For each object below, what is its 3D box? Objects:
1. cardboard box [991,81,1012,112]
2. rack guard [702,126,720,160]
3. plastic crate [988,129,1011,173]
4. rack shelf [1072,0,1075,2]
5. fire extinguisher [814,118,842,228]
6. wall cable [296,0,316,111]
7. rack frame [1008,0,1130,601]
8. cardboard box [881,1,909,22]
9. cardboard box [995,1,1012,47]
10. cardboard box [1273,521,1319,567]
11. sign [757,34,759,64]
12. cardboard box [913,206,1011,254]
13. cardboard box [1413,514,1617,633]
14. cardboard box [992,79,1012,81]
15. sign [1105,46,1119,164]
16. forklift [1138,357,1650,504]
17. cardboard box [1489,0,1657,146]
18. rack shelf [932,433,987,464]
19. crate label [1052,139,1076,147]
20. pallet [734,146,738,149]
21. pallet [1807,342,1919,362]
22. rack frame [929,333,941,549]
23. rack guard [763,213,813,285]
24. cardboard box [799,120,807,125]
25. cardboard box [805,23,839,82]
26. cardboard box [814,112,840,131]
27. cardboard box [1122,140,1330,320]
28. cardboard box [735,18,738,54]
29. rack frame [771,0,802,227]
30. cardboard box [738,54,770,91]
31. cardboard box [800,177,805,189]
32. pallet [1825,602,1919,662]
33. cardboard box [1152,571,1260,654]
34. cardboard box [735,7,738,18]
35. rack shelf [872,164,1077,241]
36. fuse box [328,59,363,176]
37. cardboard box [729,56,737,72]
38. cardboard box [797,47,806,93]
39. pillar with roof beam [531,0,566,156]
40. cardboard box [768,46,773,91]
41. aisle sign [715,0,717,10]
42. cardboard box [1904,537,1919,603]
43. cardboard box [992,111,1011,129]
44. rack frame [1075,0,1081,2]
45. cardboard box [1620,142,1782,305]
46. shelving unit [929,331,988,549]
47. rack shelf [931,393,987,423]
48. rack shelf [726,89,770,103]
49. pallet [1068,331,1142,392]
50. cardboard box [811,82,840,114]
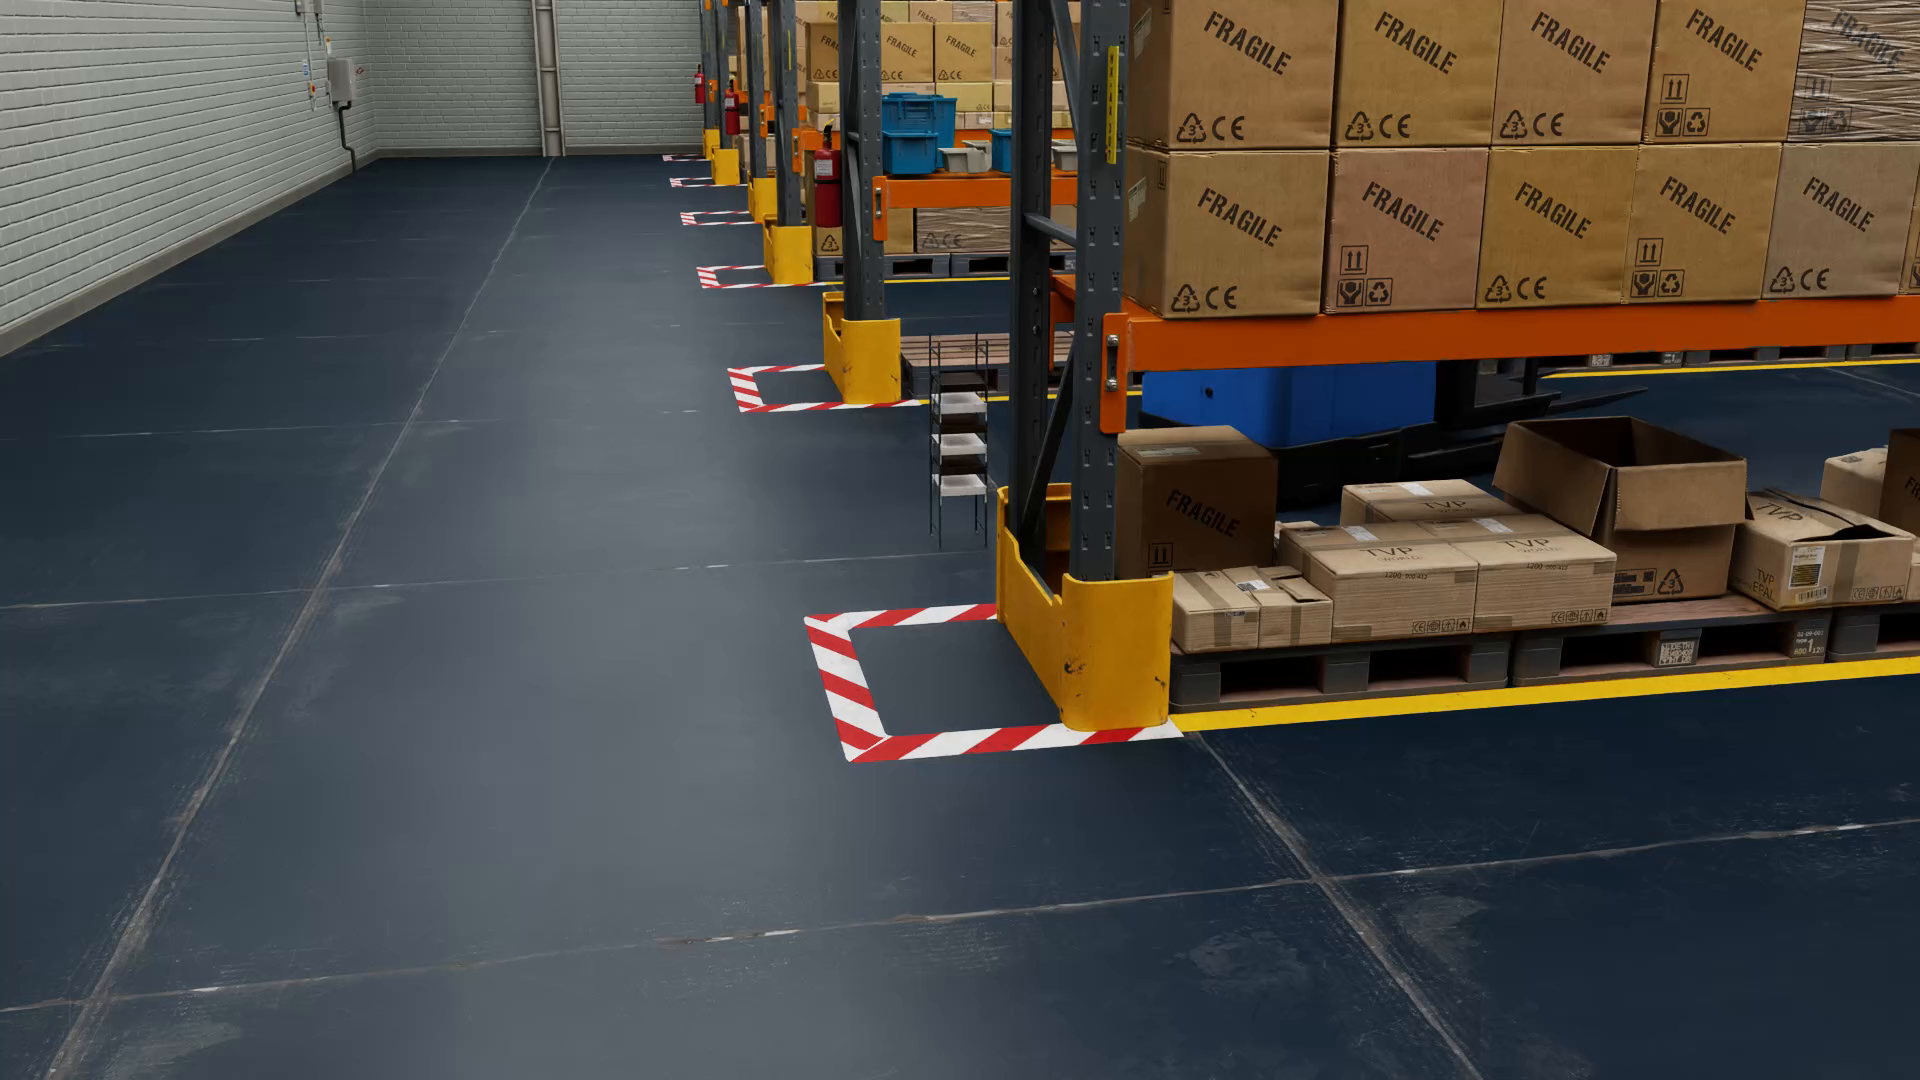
[{"bbox_3d":[0.494,-3.956,14.815,0.500,0.250,0.500,-4,17,-12],"label":"cardboard box"},{"bbox_3d":[-4.293,-6.945,29.055,0.348,0.500,1.175,-3,17,-10],"label":"rack guard"},{"bbox_3d":[0.348,-2.325,9.937,0.300,0.233,0.416,-3,17,-10],"label":"plastic crate"},{"bbox_3d":[-0.421,-6.485,19.416,4.000,0.370,1.077,-3,17,-10],"label":"rack shelf"},{"bbox_3d":[-0.838,-2.328,10.532,0.183,0.674,0.296,-3,17,-10],"label":"fire extinguisher"},{"bbox_3d":[-8.955,-6.885,22.818,0.123,1.953,0.585,-3,17,-10],"label":"wall cable"},{"bbox_3d":[0.333,-0.992,5.417,0.127,3.000,1.000,-3,17,-10],"label":"rack frame"},{"bbox_3d":[-0.884,-5.953,19.187,0.500,0.500,0.500,-4,17,-12],"label":"cardboard box"},{"bbox_3d":[0.626,-6.040,19.471,0.500,0.500,0.500,-4,17,-12],"label":"cardboard box"},{"bbox_3d":[1.235,0.054,6.087,0.250,0.166,0.380,-3,17,-10],"label":"cardboard box"},{"bbox_3d":[-2.281,-5.541,18.752,0.005,0.325,0.100,-3,17,-10],"label":"sign"},{"bbox_3d":[-0.036,-3.143,15.321,0.875,0.875,0.875,-3,17,-10],"label":"cardboard box"},{"bbox_3d":[1.902,0.108,5.769,0.500,0.250,0.500,-3,17,-10],"label":"cardboard box"},{"bbox_3d":[0.391,-4.109,15.313,0.500,0.250,0.500,-3,17,-10],"label":"cardboard box"},{"bbox_3d":[0.436,-1.250,4.780,0.005,0.325,0.100,-3,17,-10],"label":"sign"},{"bbox_3d":[2.413,-1.879,8.420,3.031,2.935,1.130,-11,20,-31],"label":"forklift"},{"bbox_3d":[1.822,-1.524,5.276,0.500,0.500,0.500,-3,17,-10],"label":"cardboard box"},{"bbox_3d":[-0.008,-0.398,7.171,0.200,0.077,0.258,-3,17,-10],"label":"rack shelf"},{"bbox_3d":[0.719,-2.455,10.526,0.243,0.136,0.396,-3,17,-10],"label":"crate label"},{"bbox_3d":[-3.511,-6.851,29.243,1.213,0.211,1.003,-3,17,-10],"label":"pallet"},{"bbox_3d":[6.485,-1.477,11.744,1.213,0.211,1.003,-3,17,-10],"label":"pallet"},{"bbox_3d":[-0.108,-0.424,7.143,0.006,0.900,0.240,-3,17,-10],"label":"rack frame"},{"bbox_3d":[-1.566,-2.652,15.078,0.348,0.500,1.175,-3,17,-10],"label":"rack guard"},{"bbox_3d":[-2.903,-7.185,29.120,0.500,0.500,0.700,-3,17,-8],"label":"cardboard box"},{"bbox_3d":[-1.114,-4.380,14.918,0.500,0.500,0.500,-3,17,-10],"label":"cardboard box"},{"bbox_3d":[-1.132,-3.653,14.507,0.250,0.149,0.380,-3,17,-10],"label":"cardboard box"},{"bbox_3d":[0.818,-0.989,5.235,0.500,0.500,0.500,-3,17,-9],"label":"cardboard box"},{"bbox_3d":[-2.995,-7.326,24.166,0.500,0.500,0.500,-3,17,-9],"label":"cardboard box"},{"bbox_3d":[-1.543,-3.848,14.715,0.127,3.000,1.000,-3,17,-10],"label":"rack frame"},{"bbox_3d":[-2.897,-6.697,23.819,0.500,0.500,0.500,-3,17,-11],"label":"cardboard box"},{"bbox_3d":[-1.821,-4.219,19.556,0.250,0.149,0.380,-3,17,-8],"label":"cardboard box"},{"bbox_3d":[3.586,0.156,6.428,1.213,0.211,1.003,-3,17,-10],"label":"pallet"},{"bbox_3d":[0.809,0.236,5.524,0.250,0.149,0.380,-3,17,-10],"label":"cardboard box"},{"bbox_3d":[-3.108,-7.619,24.012,0.250,0.149,0.380,-3,17,-10],"label":"cardboard box"},{"bbox_3d":[1.360,-2.188,10.535,4.000,0.370,1.077,-3,17,-10],"label":"rack shelf"},{"bbox_3d":[-9.210,-6.382,25.159,0.414,1.711,0.539,-3,17,-10],"label":"fuse box"},{"bbox_3d":[-3.871,-8.154,28.482,0.500,0.250,0.500,-3,17,-10],"label":"cardboard box"},{"bbox_3d":[-1.891,-5.419,19.152,0.500,0.500,0.500,-2,17,-8],"label":"cardboard box"},{"bbox_3d":[-6.370,-9.872,24.110,0.400,9.000,9.100,-3,17,-10],"label":"pillar with roof beam"},{"bbox_3d":[-1.992,-5.573,19.653,0.500,0.500,0.500,-3,17,-9],"label":"cardboard box"},{"bbox_3d":[-3.438,-7.860,23.349,0.004,0.787,0.394,-3,17,-10],"label":"aisle sign"},{"bbox_3d":[3.398,0.089,6.002,0.250,0.149,0.380,-3,17,-10],"label":"cardboard box"},{"bbox_3d":[0.378,-3.739,14.787,0.250,0.149,0.380,-4,17,-12],"label":"cardboard box"},{"bbox_3d":[1.543,-5.506,20.114,0.127,3.000,1.000,-3,17,-10],"label":"rack frame"},{"bbox_3d":[2.308,-1.073,5.511,0.500,0.500,0.500,-3,17,-10],"label":"cardboard box"},{"bbox_3d":[-0.008,-0.430,7.161,0.210,0.900,0.258,-3,17,-10],"label":"shelving unit"},{"bbox_3d":[-0.008,-0.570,7.118,0.200,0.077,0.258,-3,17,-10],"label":"rack shelf"},{"bbox_3d":[-1.459,-6.472,24.484,4.000,0.370,1.077,-3,17,-10],"label":"rack shelf"},{"bbox_3d":[1.409,-1.189,10.807,1.213,0.211,1.003,-3,17,-10],"label":"pallet"},{"bbox_3d":[-1.020,-3.868,14.527,0.500,0.250,0.500,-4,17,-12],"label":"cardboard box"}]
